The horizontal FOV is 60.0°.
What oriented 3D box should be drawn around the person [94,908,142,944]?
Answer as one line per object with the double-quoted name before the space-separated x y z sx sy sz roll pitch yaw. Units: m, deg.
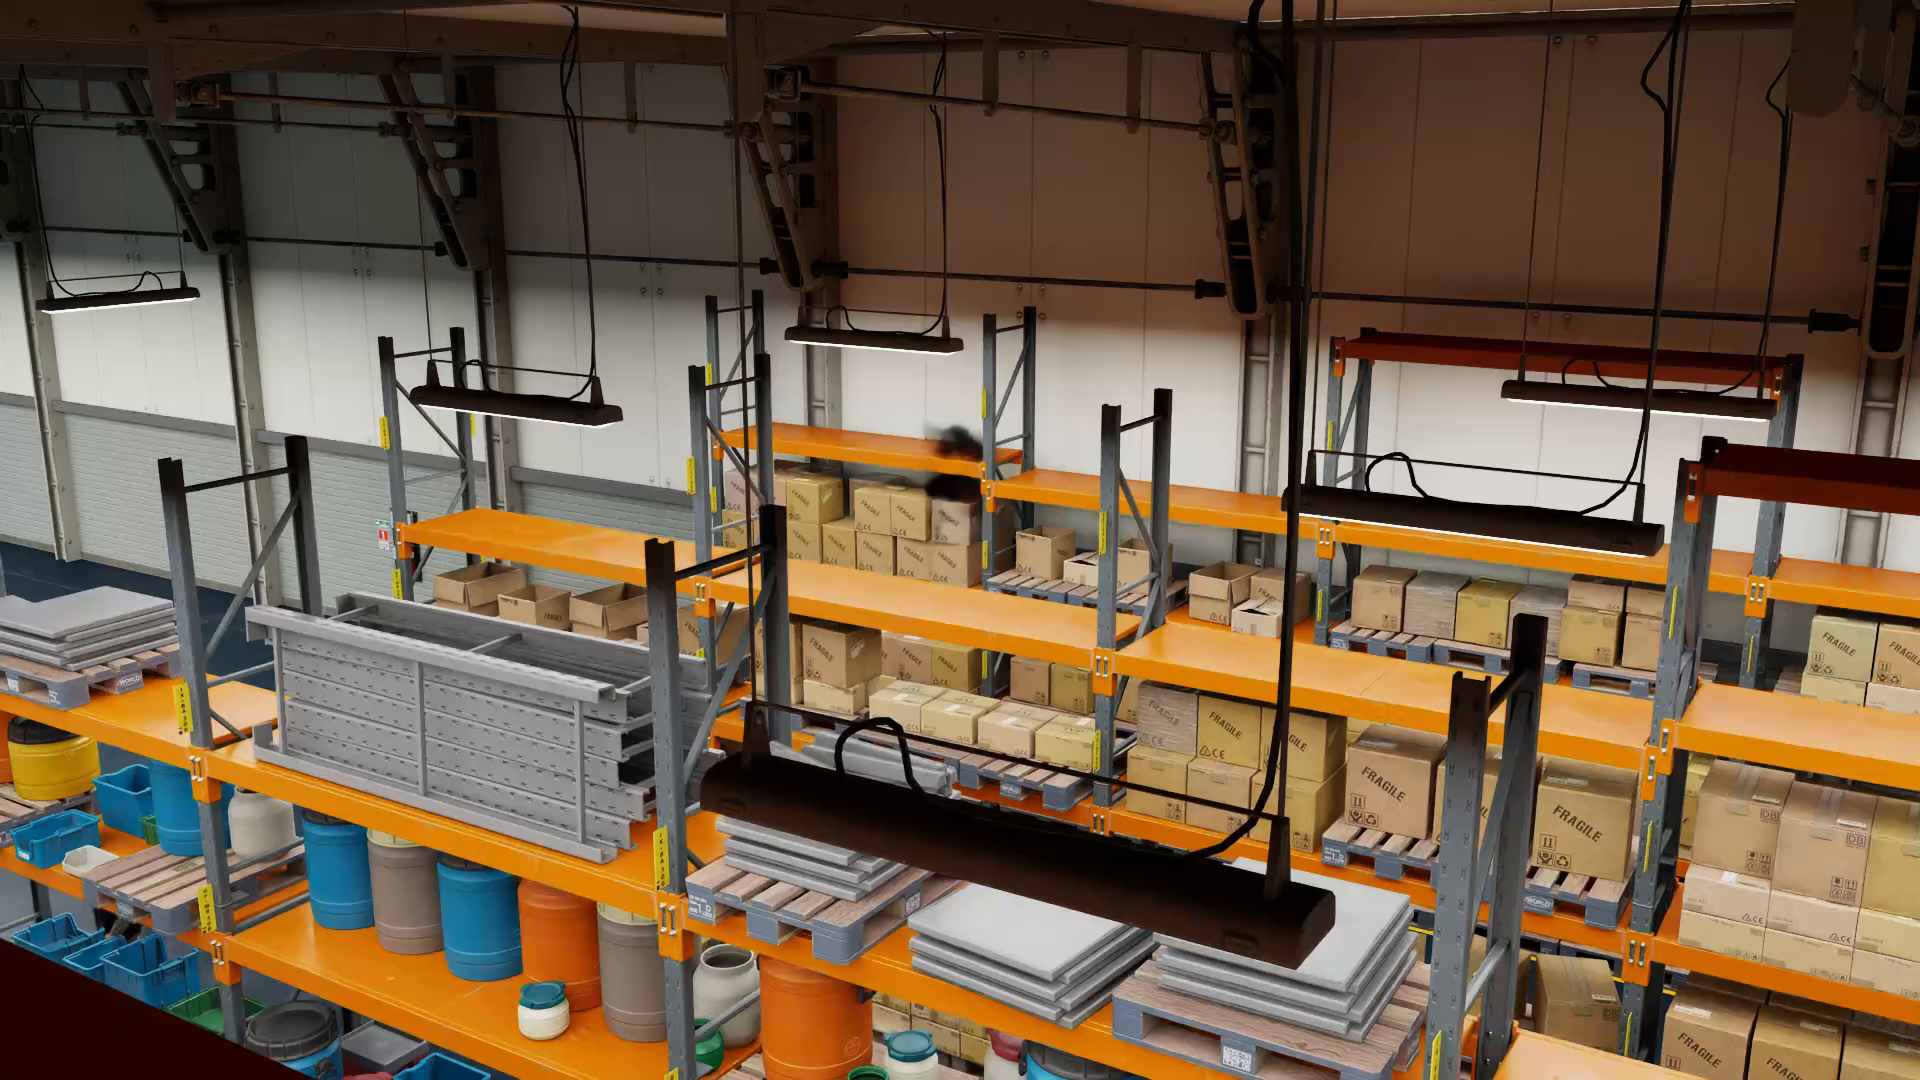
"person" -7.689 3.592 15.218 0.889 1.676 0.714 -3 14 -11
